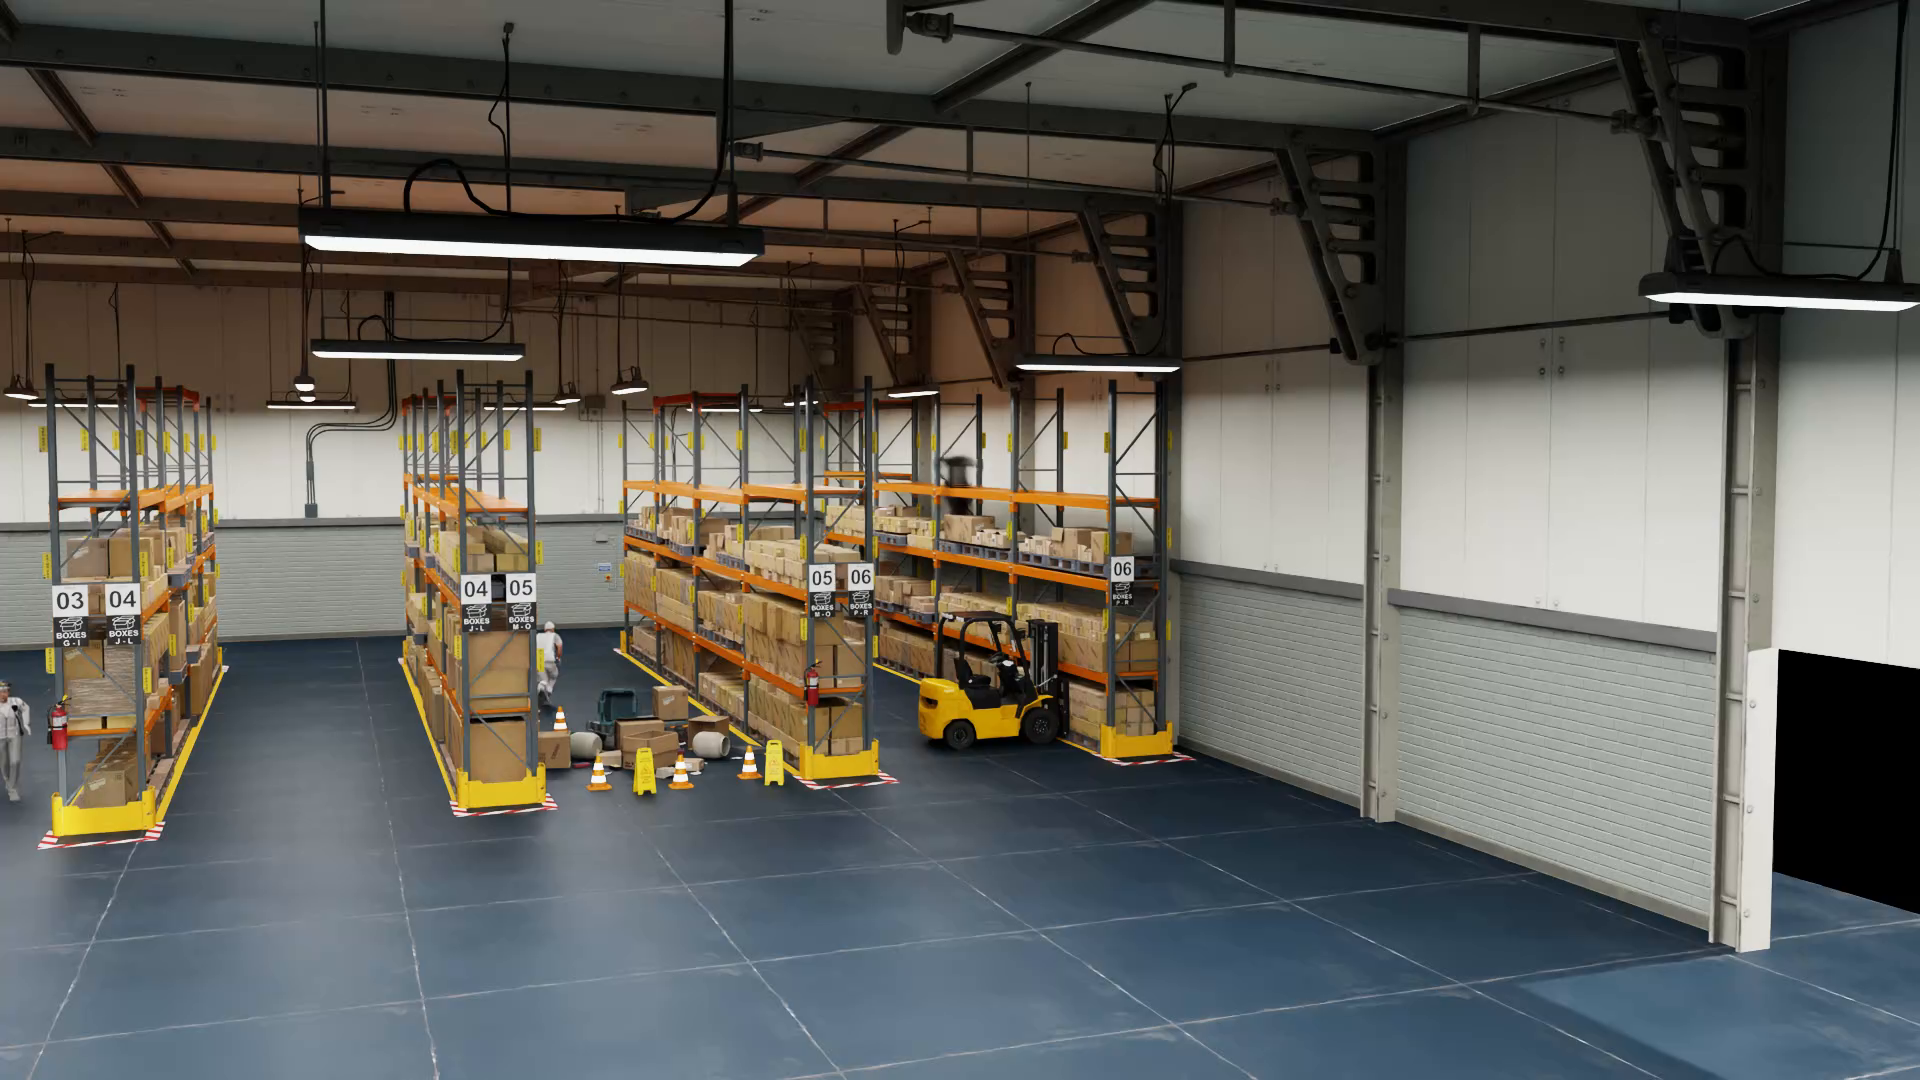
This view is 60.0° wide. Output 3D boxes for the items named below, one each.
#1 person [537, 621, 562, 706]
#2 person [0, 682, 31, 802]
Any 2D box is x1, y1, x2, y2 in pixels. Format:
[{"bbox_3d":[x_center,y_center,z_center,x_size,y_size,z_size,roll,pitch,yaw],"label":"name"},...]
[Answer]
[{"bbox_3d":[-7.925,2.373,31.681,0.667,1.578,1.046,0,3,-1],"label":"person"},{"bbox_3d":[-13.457,2.804,23.425,0.562,1.681,0.911,-2,4,-25],"label":"person"}]
